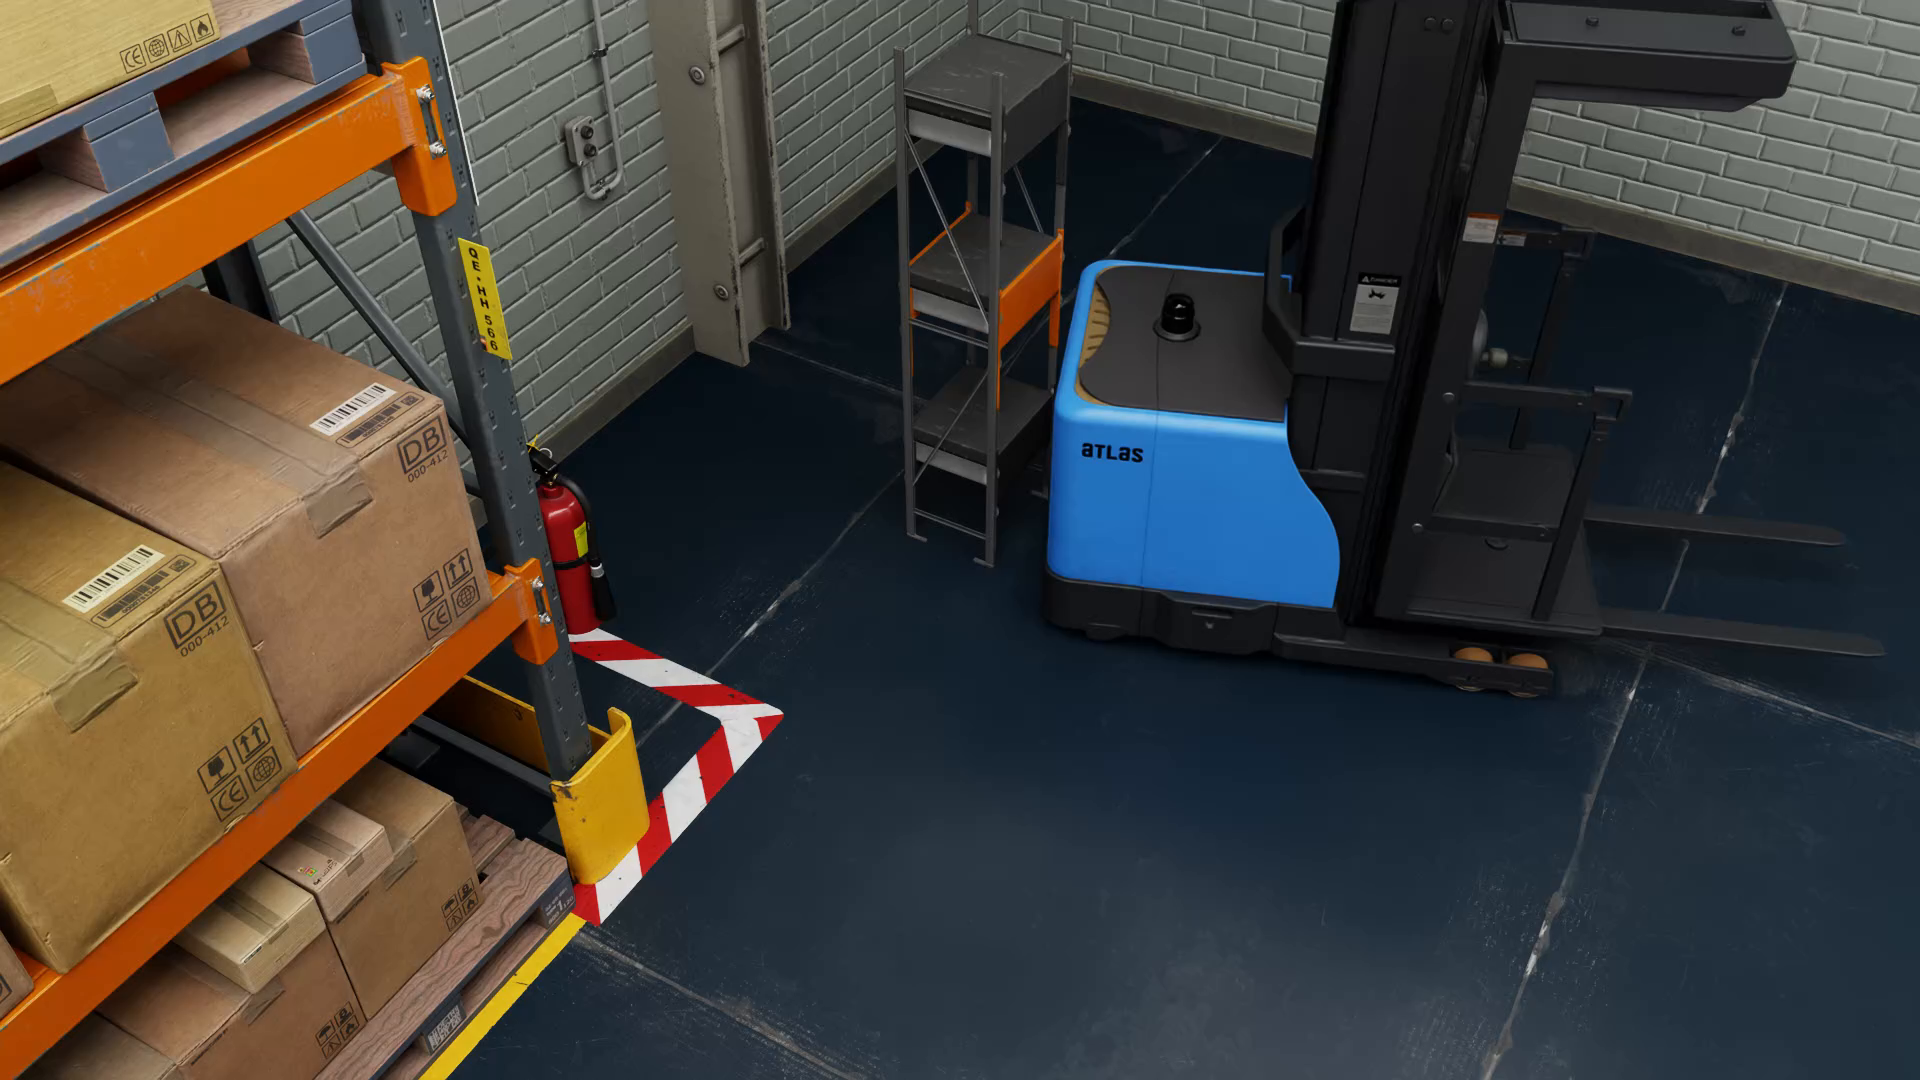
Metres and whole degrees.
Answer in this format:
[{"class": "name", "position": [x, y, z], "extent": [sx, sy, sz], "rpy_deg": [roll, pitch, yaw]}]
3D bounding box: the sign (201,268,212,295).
[{"class": "sign", "position": [-2.111, -0.796, 4.669], "extent": [0.100, 0.325, 0.005], "rpy_deg": [21, 45, 22]}]

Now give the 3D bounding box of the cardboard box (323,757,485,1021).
[{"class": "cardboard box", "position": [-1.897, 0.960, 4.964], "extent": [0.700, 0.500, 0.500], "rpy_deg": [21, 45, 22]}]

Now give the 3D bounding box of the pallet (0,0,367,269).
[{"class": "pallet", "position": [-1.996, -0.919, 3.321], "extent": [1.003, 0.211, 1.213], "rpy_deg": [21, 45, 22]}]

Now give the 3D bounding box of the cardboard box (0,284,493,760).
[{"class": "cardboard box", "position": [-1.880, -0.072, 4.335], "extent": [0.980, 0.700, 0.700], "rpy_deg": [23, 46, 24]}]

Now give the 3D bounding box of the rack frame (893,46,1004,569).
[{"class": "rack frame", "position": [-0.039, -0.743, 6.005], "extent": [0.400, 2.100, 0.015], "rpy_deg": [21, 45, 22]}]

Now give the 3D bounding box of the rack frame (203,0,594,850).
[{"class": "rack frame", "position": [-1.633, -0.254, 4.769], "extent": [1.000, 3.000, 0.127], "rpy_deg": [21, 45, 22]}]

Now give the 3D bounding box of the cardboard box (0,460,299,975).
[{"class": "cardboard box", "position": [-2.234, 0.348, 3.858], "extent": [0.980, 0.700, 0.700], "rpy_deg": [21, 45, 22]}]

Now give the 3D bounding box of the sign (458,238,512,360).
[{"class": "sign", "position": [-1.171, -0.590, 4.095], "extent": [0.100, 0.325, 0.005], "rpy_deg": [21, 45, 22]}]

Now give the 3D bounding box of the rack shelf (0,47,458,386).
[{"class": "rack shelf", "position": [-2.634, 0.034, 2.716], "extent": [1.077, 0.370, 4.000], "rpy_deg": [21, 45, 22]}]

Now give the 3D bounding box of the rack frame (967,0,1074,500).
[{"class": "rack frame", "position": [0.205, -1.022, 6.322], "extent": [0.400, 2.100, 0.015], "rpy_deg": [21, 45, 22]}]

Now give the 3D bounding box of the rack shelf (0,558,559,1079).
[{"class": "rack shelf", "position": [-2.634, 1.160, 3.707], "extent": [1.077, 0.370, 4.000], "rpy_deg": [21, 45, 22]}]

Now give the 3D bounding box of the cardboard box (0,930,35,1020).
[{"class": "cardboard box", "position": [-2.624, 0.781, 3.366], "extent": [0.980, 0.700, 0.700], "rpy_deg": [19, 45, 20]}]

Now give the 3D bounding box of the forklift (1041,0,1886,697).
[{"class": "forklift", "position": [1.874, -0.904, 5.558], "extent": [3.031, 2.935, 1.130], "rpy_deg": [6, 42, 7]}]

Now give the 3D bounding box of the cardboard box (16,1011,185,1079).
[{"class": "cardboard box", "position": [-2.399, 1.534, 4.312], "extent": [0.700, 0.500, 0.500], "rpy_deg": [19, 45, 21]}]

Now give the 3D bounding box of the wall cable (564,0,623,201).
[{"class": "wall cable", "position": [-1.812, -1.681, 5.621], "extent": [0.084, 1.984, 1.851], "rpy_deg": [21, 45, 22]}]

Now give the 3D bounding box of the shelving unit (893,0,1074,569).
[{"class": "shelving unit", "position": [0.083, -0.883, 6.164], "extent": [0.431, 2.100, 0.503], "rpy_deg": [21, 45, 22]}]

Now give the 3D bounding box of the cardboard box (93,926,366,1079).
[{"class": "cardboard box", "position": [-2.148, 1.246, 4.639], "extent": [0.700, 0.500, 0.500], "rpy_deg": [21, 45, 22]}]

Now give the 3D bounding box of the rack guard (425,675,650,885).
[{"class": "rack guard", "position": [-1.621, 0.670, 5.611], "extent": [1.175, 0.500, 0.348], "rpy_deg": [21, 45, 22]}]

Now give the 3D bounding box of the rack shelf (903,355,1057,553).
[{"class": "rack shelf", "position": [0.083, -0.347, 6.635], "extent": [0.431, 0.518, 0.480], "rpy_deg": [21, 45, 22]}]

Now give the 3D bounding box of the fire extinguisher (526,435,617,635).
[{"class": "fire extinguisher", "position": [-1.158, -0.019, 4.843], "extent": [0.296, 0.674, 0.183], "rpy_deg": [21, 45, 22]}]

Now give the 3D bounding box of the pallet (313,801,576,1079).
[{"class": "pallet", "position": [-1.966, 1.276, 5.142], "extent": [1.003, 0.211, 1.213], "rpy_deg": [21, 45, 22]}]

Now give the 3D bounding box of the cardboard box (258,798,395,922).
[{"class": "cardboard box", "position": [-1.804, 0.850, 4.598], "extent": [0.380, 0.149, 0.250], "rpy_deg": [20, 45, 22]}]

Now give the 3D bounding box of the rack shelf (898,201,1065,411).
[{"class": "rack shelf", "position": [0.083, -0.872, 6.173], "extent": [0.431, 0.518, 0.480], "rpy_deg": [21, 45, 22]}]

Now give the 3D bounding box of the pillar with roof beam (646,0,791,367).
[{"class": "pillar with roof beam", "position": [2.696, -2.913, 3.249], "extent": [9.100, 9.000, 0.400], "rpy_deg": [21, 45, 22]}]

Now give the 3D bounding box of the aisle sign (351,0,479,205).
[{"class": "aisle sign", "position": [-1.338, -1.172, 3.844], "extent": [0.394, 0.787, 0.004], "rpy_deg": [21, 45, 22]}]

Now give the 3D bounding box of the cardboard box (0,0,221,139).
[{"class": "cardboard box", "position": [-1.770, -1.012, 3.080], "extent": [0.500, 0.250, 0.500], "rpy_deg": [22, 46, 23]}]

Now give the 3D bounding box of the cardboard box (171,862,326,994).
[{"class": "cardboard box", "position": [-1.931, 0.997, 4.432], "extent": [0.380, 0.149, 0.250], "rpy_deg": [22, 46, 23]}]

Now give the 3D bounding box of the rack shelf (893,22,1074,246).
[{"class": "rack shelf", "position": [0.083, -1.398, 5.710], "extent": [0.431, 0.518, 0.480], "rpy_deg": [21, 45, 22]}]
